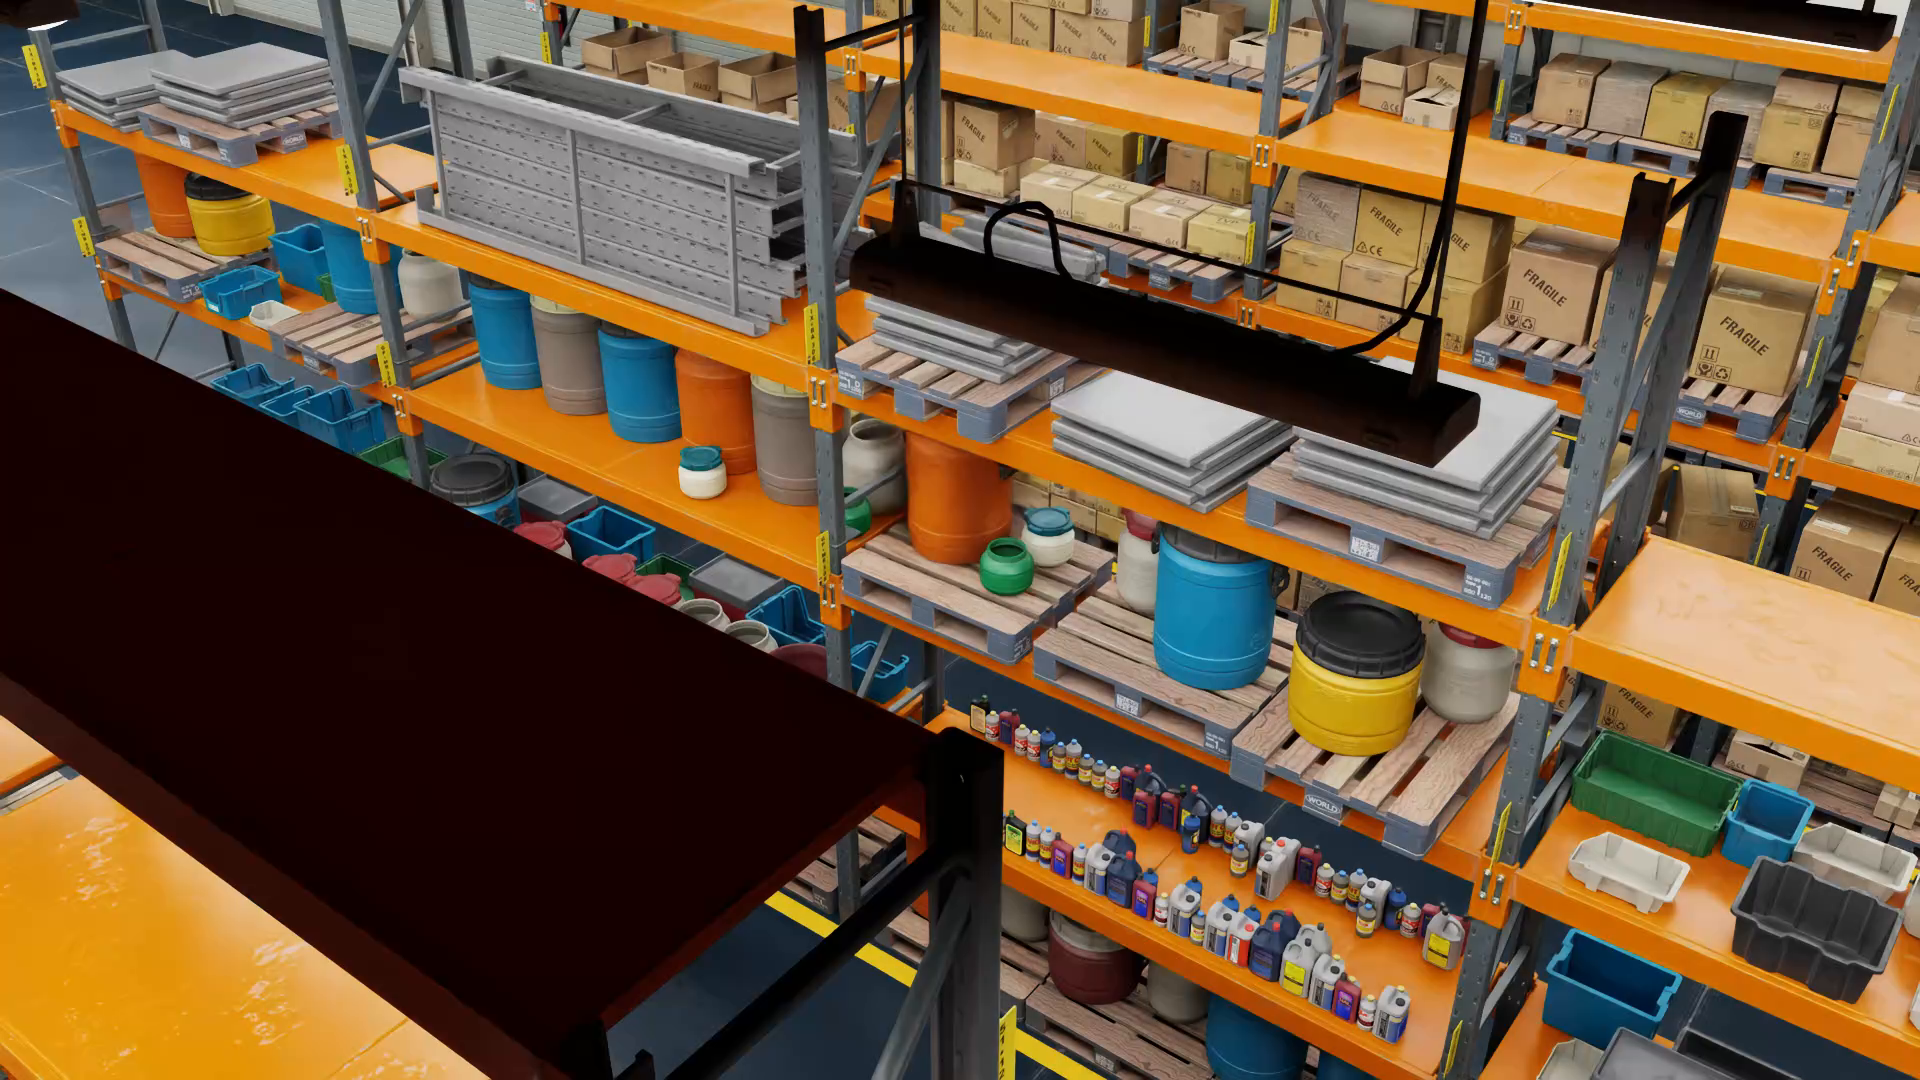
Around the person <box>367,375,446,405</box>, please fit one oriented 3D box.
[{"bbox_3d":[-5.808,-2.156,17.284,0.573,1.614,0.816,22,38,31],"label":"person"}]
